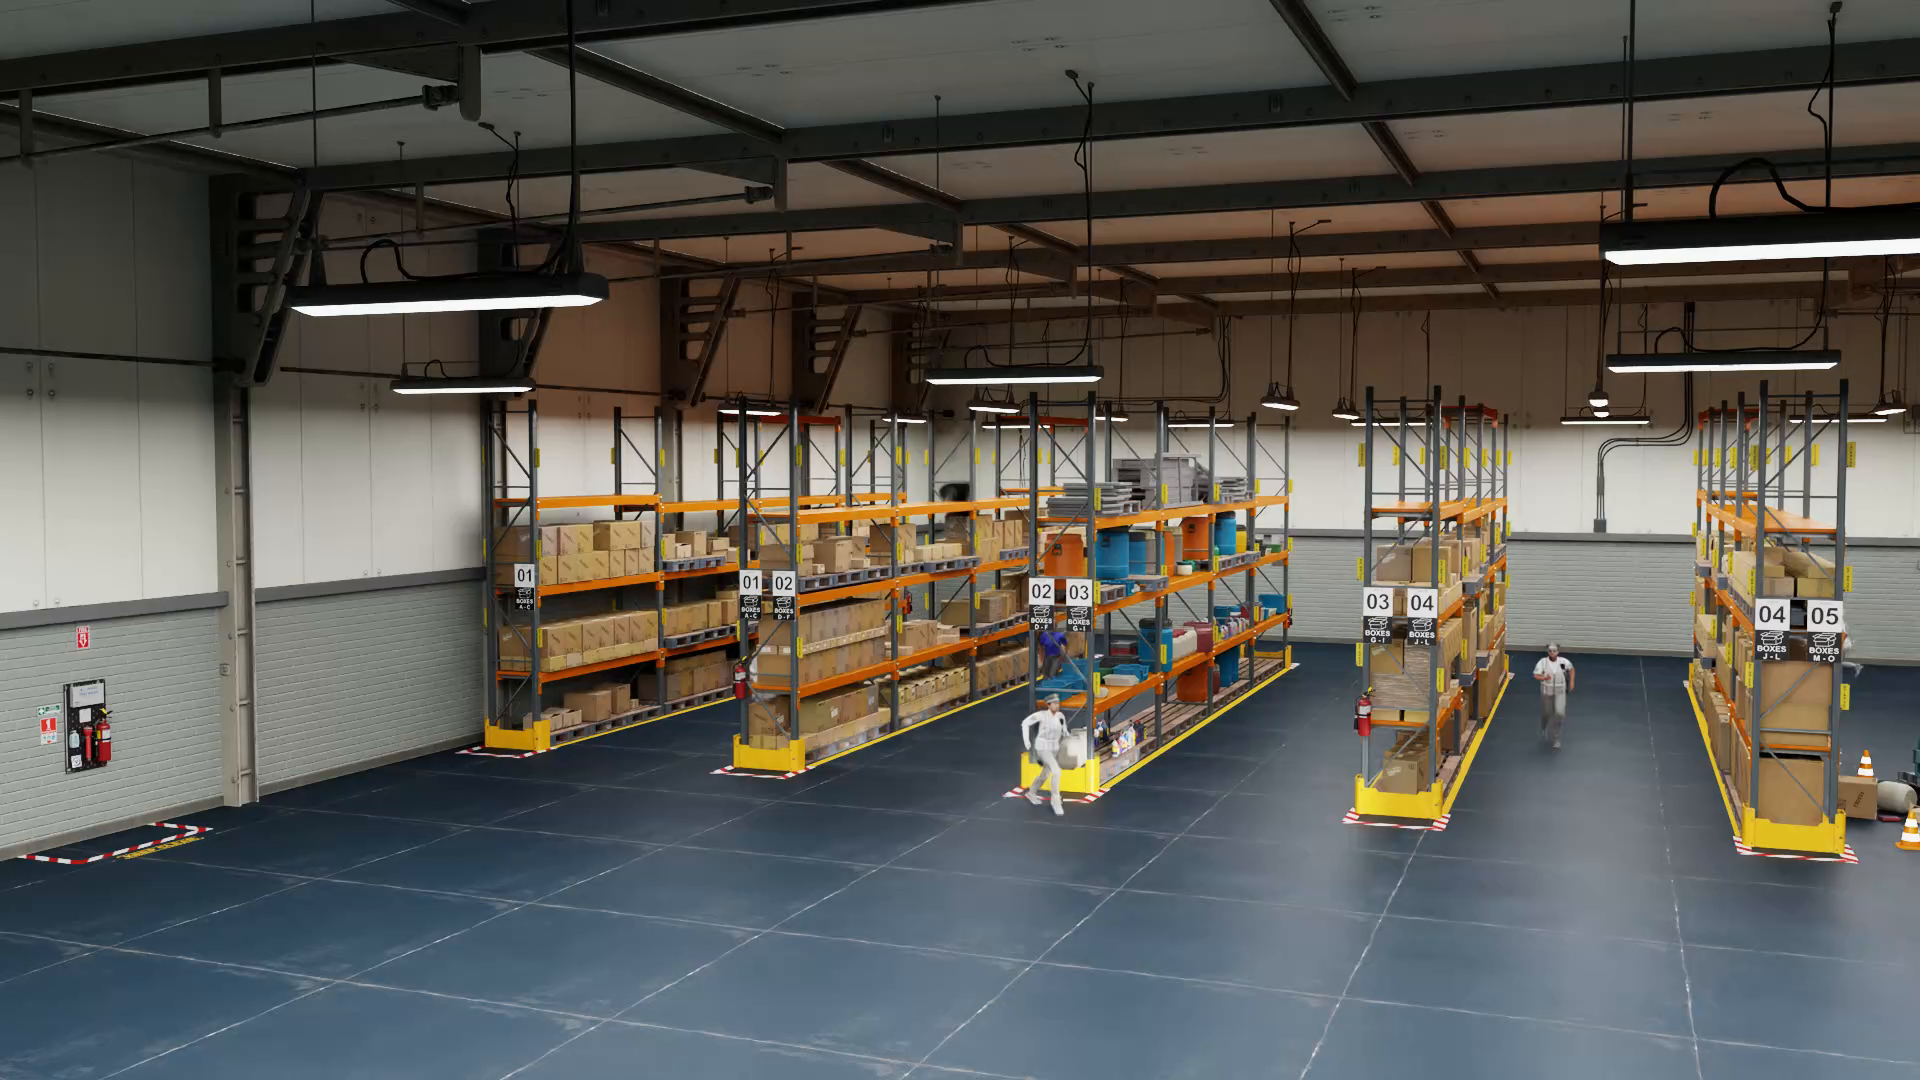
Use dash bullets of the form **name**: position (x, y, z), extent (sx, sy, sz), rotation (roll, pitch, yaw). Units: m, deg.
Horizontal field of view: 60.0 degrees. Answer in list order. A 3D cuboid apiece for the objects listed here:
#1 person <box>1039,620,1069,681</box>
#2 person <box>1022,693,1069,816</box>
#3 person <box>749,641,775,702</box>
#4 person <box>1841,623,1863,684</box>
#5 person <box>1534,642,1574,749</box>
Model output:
- **person**: position (1.788, 2.339, 31.987), extent (0.598, 1.628, 0.606), rotation (1, 3, 17)
- **person**: position (1.229, 3.006, 23.528), extent (0.636, 1.725, 0.792), rotation (-2, 4, -39)
- **person**: position (-3.543, 2.644, 30.254), extent (0.708, 1.764, 0.786), rotation (1, 3, 16)
- **person**: position (19.372, 2.379, 36.489), extent (0.853, 1.694, 0.698), rotation (0, 3, 10)
- **person**: position (10.375, 2.689, 29.059), extent (0.674, 1.840, 0.929), rotation (1, 3, 19)
